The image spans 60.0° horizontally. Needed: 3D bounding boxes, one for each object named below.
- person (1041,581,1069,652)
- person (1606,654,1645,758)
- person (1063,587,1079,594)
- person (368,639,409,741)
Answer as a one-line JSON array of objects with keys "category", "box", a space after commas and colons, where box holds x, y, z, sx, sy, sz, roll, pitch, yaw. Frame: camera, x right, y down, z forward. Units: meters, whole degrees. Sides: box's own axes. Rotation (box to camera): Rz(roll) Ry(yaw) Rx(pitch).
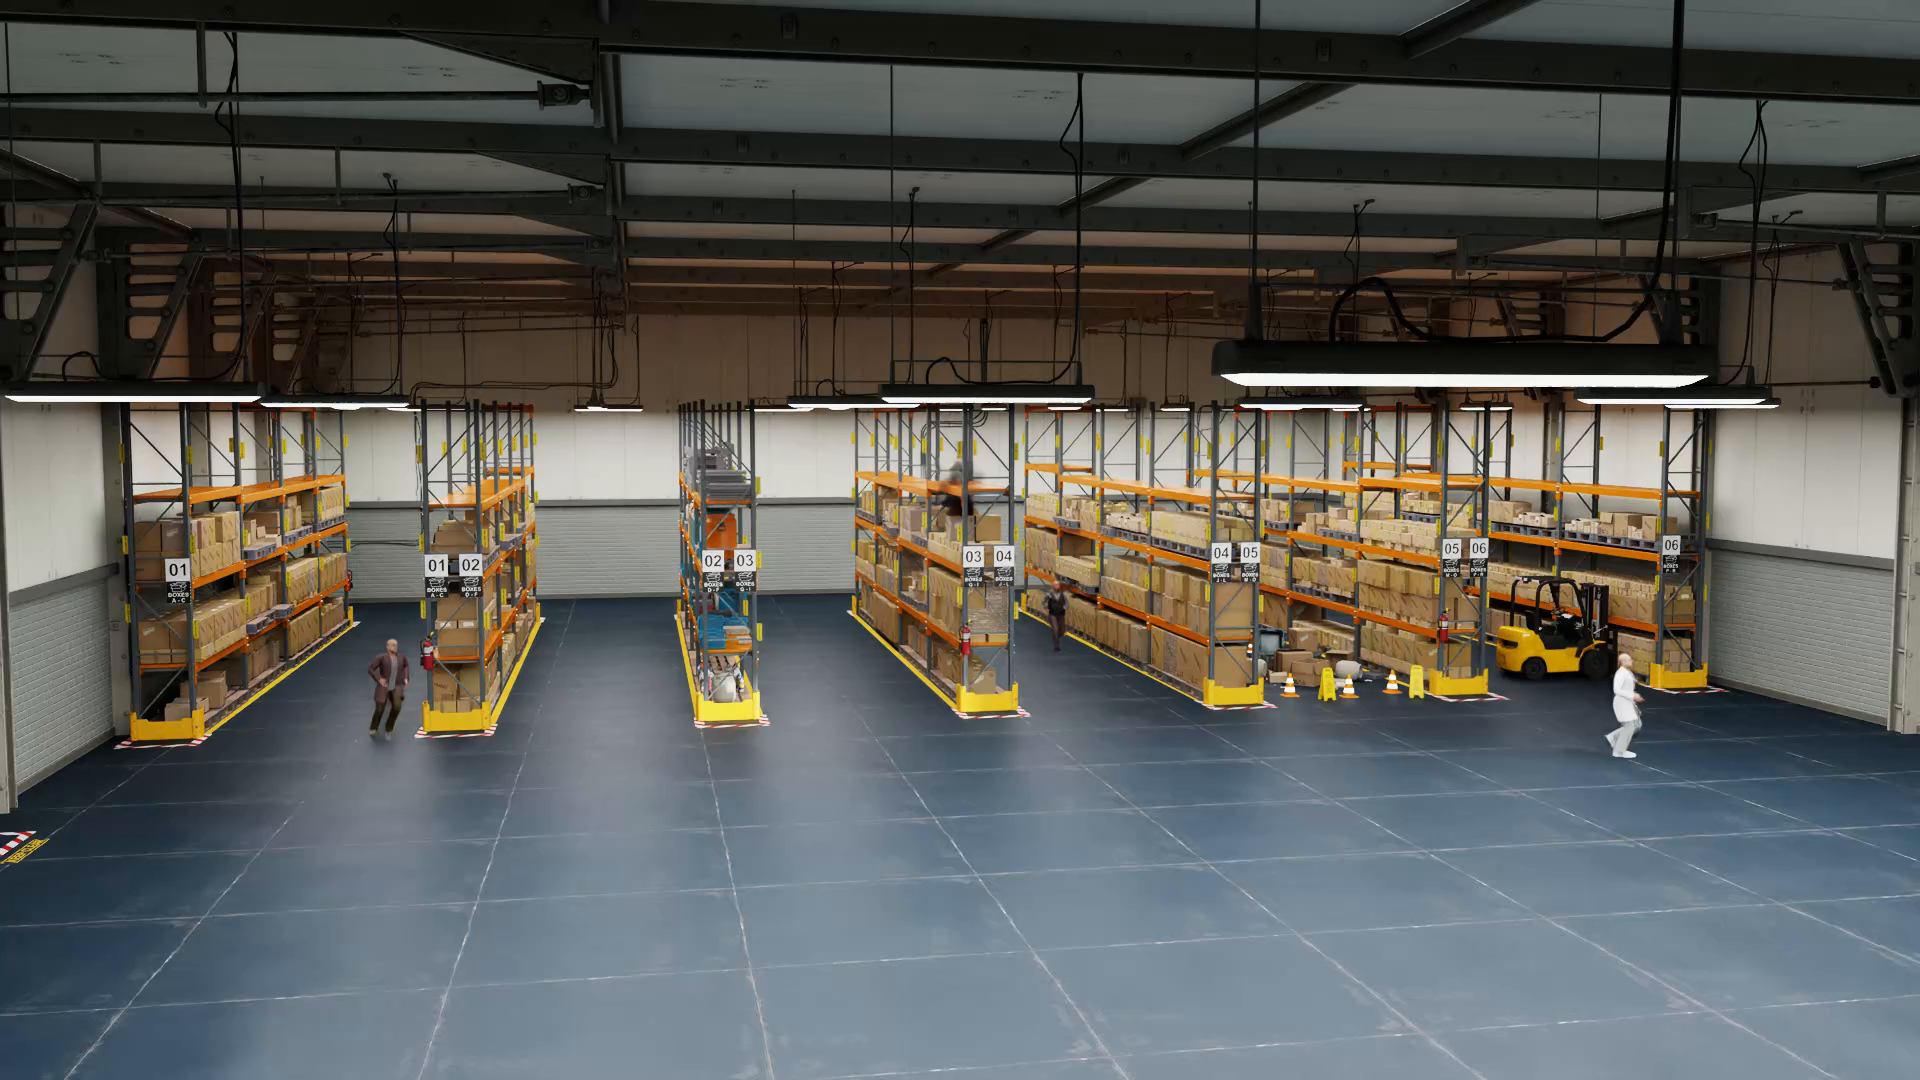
[{"category": "person", "box": [2.325, 1.838, 40.337, 0.668, 1.689, 0.803, -1, 4, -11]}, {"category": "person", "box": [11.115, 2.762, 27.745, 0.639, 1.734, 0.728, 3, 5, 32]}, {"category": "person", "box": [3.216, 1.154, 49.787, 0.636, 1.605, 0.848, -4, 6, -42]}, {"category": "person", "box": [-10.078, 2.645, 29.417, 0.770, 1.789, 0.726, -3, 5, -33]}]
